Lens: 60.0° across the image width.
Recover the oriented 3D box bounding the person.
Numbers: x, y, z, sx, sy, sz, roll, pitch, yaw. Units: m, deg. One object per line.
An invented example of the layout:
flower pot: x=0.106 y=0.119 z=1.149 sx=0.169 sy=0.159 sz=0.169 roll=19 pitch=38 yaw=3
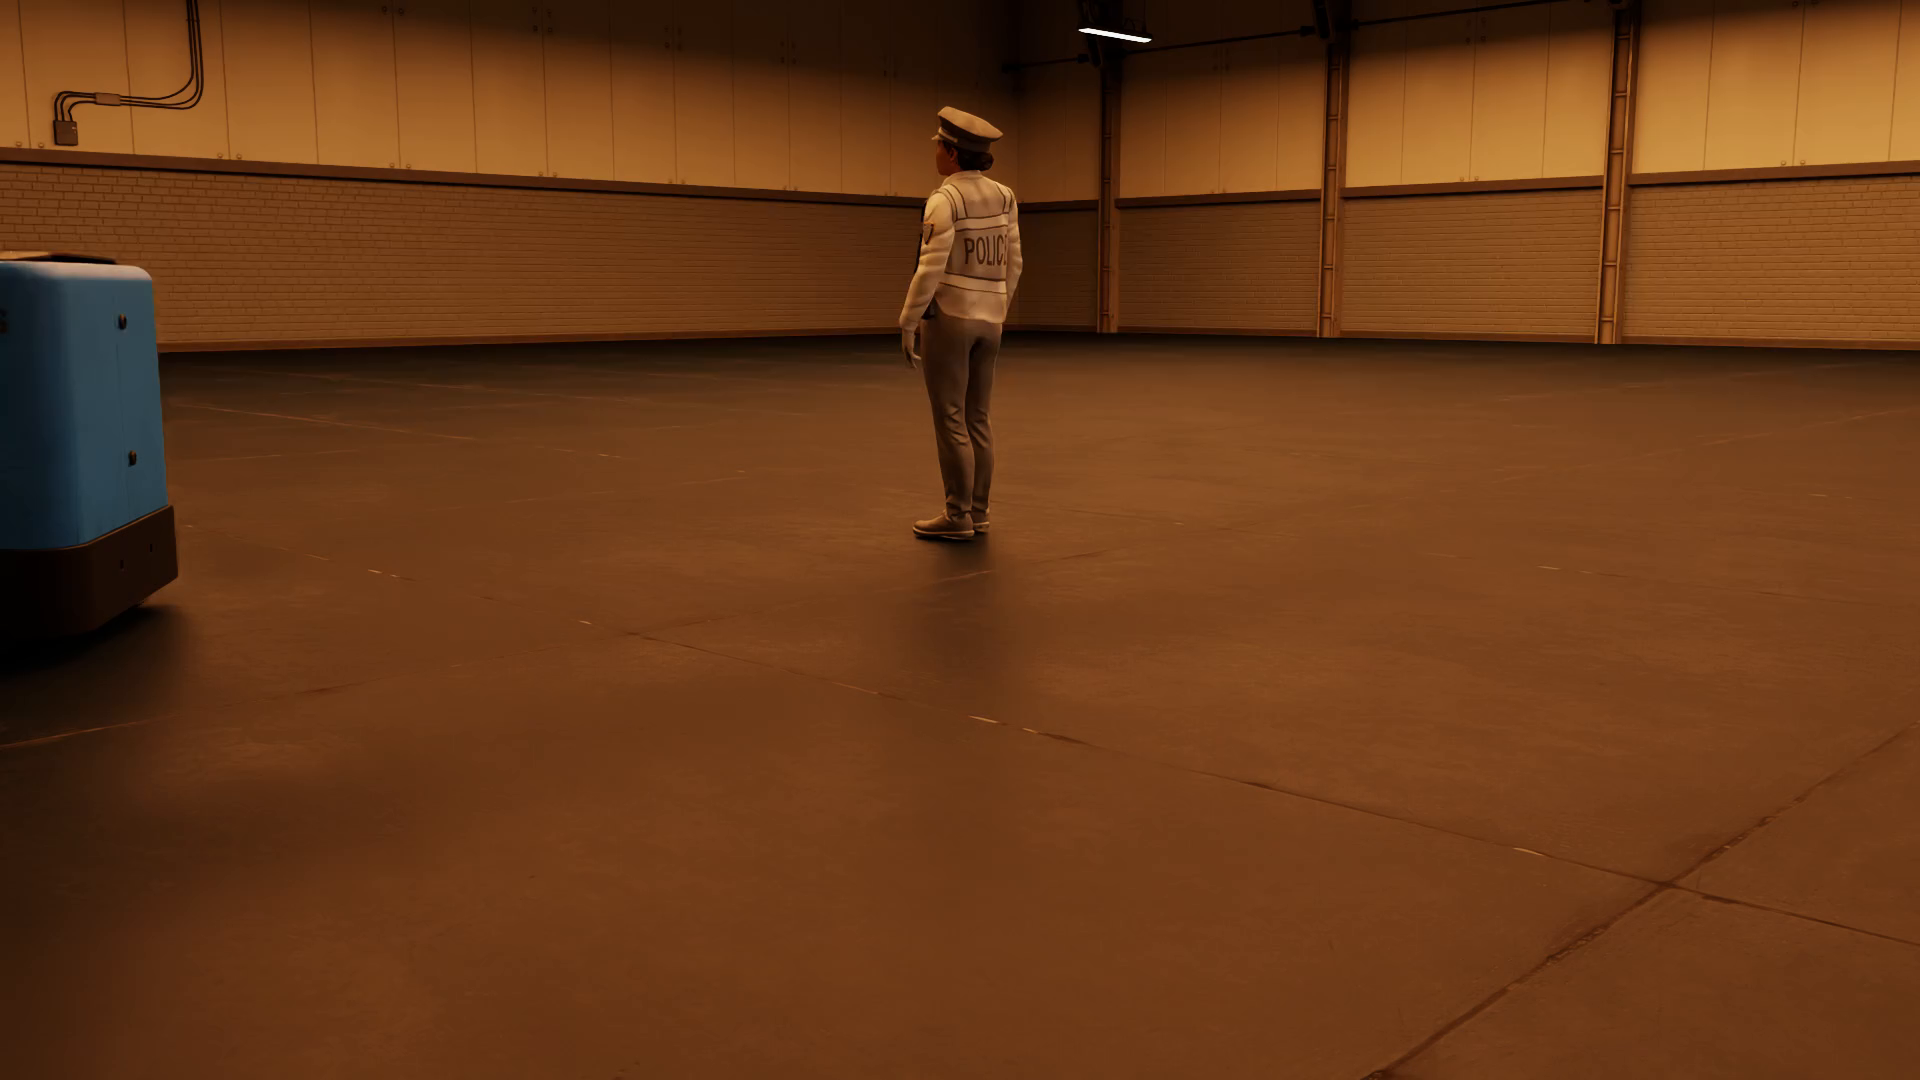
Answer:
person: x=-0.045 y=-0.853 z=6.643 sx=0.530 sy=1.694 sz=0.586 roll=8 pitch=12 yaw=43

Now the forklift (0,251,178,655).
forklift: x=-3.954 y=-1.150 z=4.508 sx=3.031 sy=2.935 sz=1.130 roll=-2 pitch=9 yaw=-11
